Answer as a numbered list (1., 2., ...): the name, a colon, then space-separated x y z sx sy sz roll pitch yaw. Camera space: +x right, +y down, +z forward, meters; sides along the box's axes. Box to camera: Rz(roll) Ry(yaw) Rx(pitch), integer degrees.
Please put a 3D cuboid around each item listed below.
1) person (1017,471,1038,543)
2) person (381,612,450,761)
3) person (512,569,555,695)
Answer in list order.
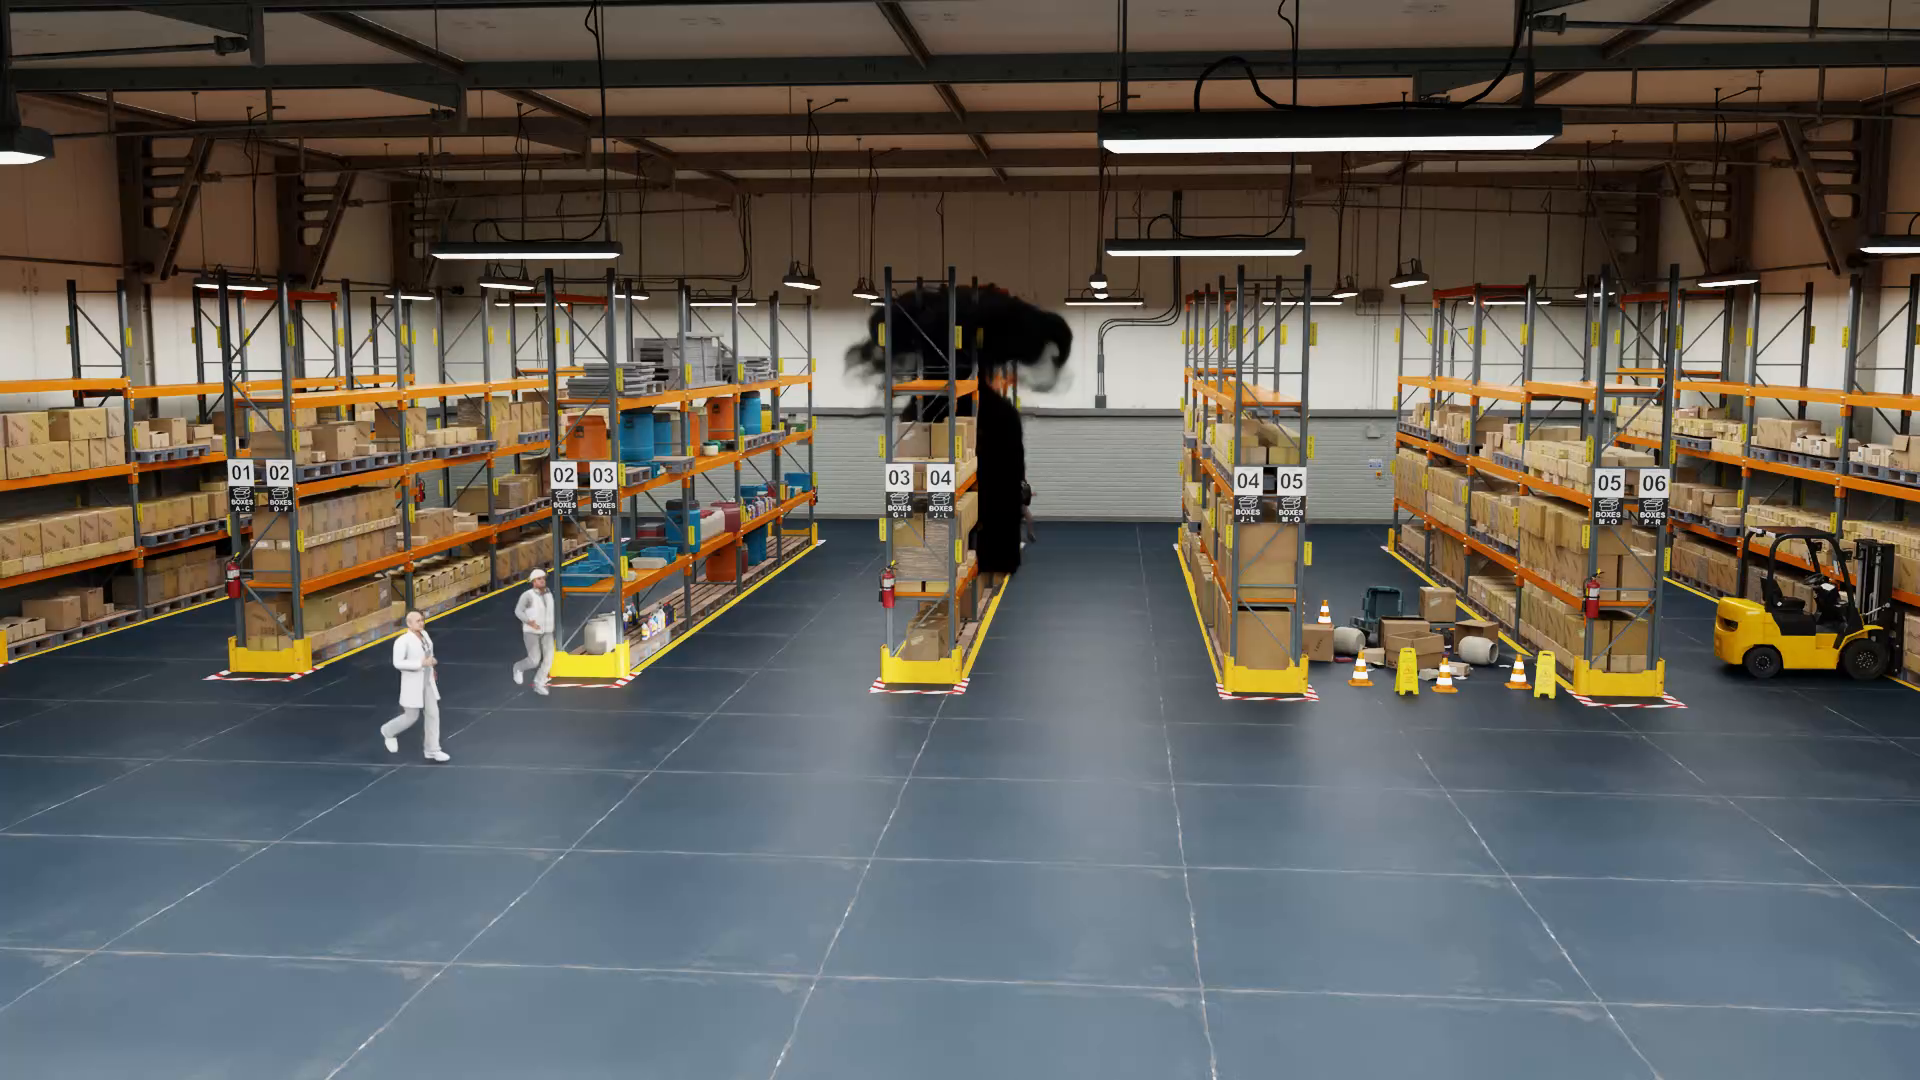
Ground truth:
1. person: 1.541 -0.828 40.965 0.908 1.744 0.674 3 7 21
2. person: -6.476 1.719 19.730 0.966 1.761 0.715 3 8 25
3. person: -5.967 1.276 23.443 0.684 1.743 0.682 6 9 41
